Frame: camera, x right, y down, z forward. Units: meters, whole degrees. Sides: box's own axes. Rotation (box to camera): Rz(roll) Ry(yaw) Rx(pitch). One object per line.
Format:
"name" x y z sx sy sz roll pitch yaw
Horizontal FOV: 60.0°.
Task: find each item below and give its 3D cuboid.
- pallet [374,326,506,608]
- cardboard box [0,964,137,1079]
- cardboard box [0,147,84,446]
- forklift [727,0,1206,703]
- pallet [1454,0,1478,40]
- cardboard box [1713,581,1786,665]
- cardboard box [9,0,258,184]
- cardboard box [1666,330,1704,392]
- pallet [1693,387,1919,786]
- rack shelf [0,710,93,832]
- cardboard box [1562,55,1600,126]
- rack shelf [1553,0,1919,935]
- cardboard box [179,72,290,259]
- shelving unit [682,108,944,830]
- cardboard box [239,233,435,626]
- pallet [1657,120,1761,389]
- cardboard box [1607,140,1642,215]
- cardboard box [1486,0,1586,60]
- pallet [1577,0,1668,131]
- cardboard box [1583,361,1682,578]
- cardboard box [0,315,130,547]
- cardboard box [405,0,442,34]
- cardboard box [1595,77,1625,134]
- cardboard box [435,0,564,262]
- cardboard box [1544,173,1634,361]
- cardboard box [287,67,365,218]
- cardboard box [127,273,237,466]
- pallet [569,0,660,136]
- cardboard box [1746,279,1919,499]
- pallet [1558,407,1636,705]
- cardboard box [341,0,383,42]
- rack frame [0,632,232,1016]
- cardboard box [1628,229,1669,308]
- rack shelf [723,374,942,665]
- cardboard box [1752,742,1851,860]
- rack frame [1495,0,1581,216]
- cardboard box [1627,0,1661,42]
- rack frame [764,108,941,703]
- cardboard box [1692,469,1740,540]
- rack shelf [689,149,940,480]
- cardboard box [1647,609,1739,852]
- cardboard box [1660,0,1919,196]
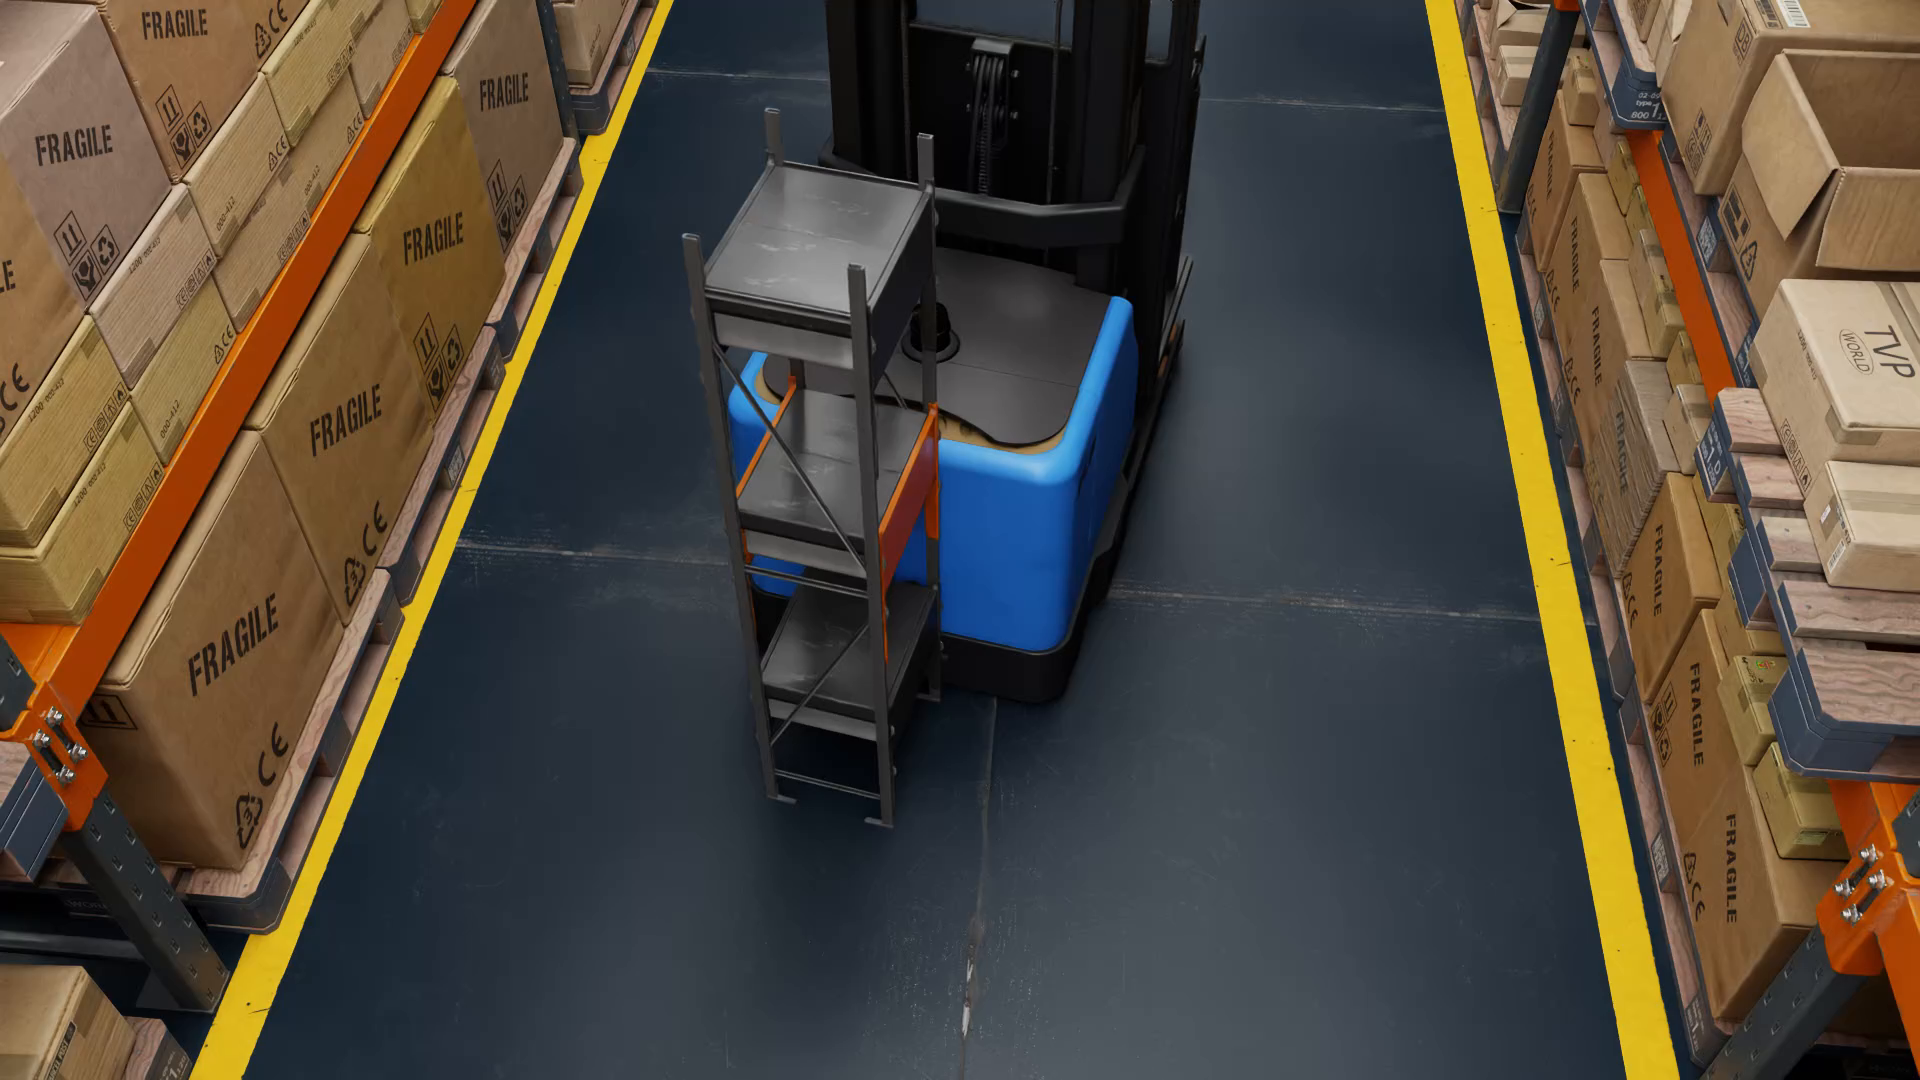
"pallet" -2.275 -0.316 5.896 1.003 0.211 1.213 4 48 4
"cardboard box" -2.597 1.371 3.960 0.950 0.372 0.625 1 48 1
"cardboard box" -2.247 -0.506 3.435 0.500 0.500 0.500 2 48 2
"forklift" 0.226 -1.594 5.222 1.130 2.935 3.031 12 49 11
"pallet" 2.944 -2.859 8.222 1.003 0.211 1.213 4 48 4
"cardboard box" 2.262 0.252 4.456 0.380 0.149 0.250 2 48 2
"cardboard box" -2.149 -1.250 4.115 0.500 0.500 0.500 5 48 5
"cardboard box" 2.422 -0.504 5.148 0.380 0.149 0.250 4 48 4
"pallet" 2.399 0.104 3.752 1.213 0.211 1.003 4 48 4
"rack shelf" -2.718 1.924 2.445 1.077 0.370 4.000 4 48 4
"cardboard box" 2.474 -1.668 6.213 0.380 0.149 0.250 6 48 5
"rack shelf" 2.590 -0.684 4.831 1.077 0.370 4.000 4 48 4
"cardboard box" -2.138 -1.008 4.402 0.500 0.250 0.500 4 48 3
"shelving unit" -0.322 -0.064 4.385 0.431 2.100 0.503 12 49 11
"cardboard box" -2.305 -0.370 5.211 0.875 0.875 0.875 4 48 4
"pallet" 2.580 -0.822 4.599 1.003 0.211 1.213 4 48 4
"cardboard box" 2.514 -1.270 5.849 0.380 0.149 0.250 2 48 2
"cardboard box" 2.563 -2.307 7.396 0.396 0.266 0.258 5 48 5
"pallet" 2.590 -1.752 5.450 1.003 0.211 1.213 4 48 4
"cardboard box" 2.362 -0.216 5.324 0.500 0.500 0.500 2 48 2
"cardboard box" -2.244 -0.263 3.720 0.500 0.250 0.500 4 48 3
"cardboard box" -2.009 -1.957 5.608 0.500 0.250 0.500 3 48 3
"cardboard box" 2.498 -1.574 5.925 0.380 0.149 0.250 2 48 2
"cardboard box" -2.148 -1.692 6.420 0.875 0.875 0.875 5 48 5
"cardboard box" 2.465 -0.963 6.007 0.500 0.500 0.500 3 48 3
"cardboard box" -2.116 -1.207 4.923 0.500 0.250 0.500 4 48 4
"cardboard box" -2.212 -0.459 4.239 0.500 0.250 0.500 3 48 2
"pallet" -2.024 -2.340 7.748 1.003 0.211 1.213 4 48 4
"cardboard box" 2.181 -0.346 3.851 0.500 0.250 0.500 2 48 2
"pallet" 2.627 0.043 5.567 1.003 0.211 1.213 4 48 4
"cardboard box" -2.049 -1.757 5.087 0.500 0.250 0.500 5 48 4
"rack frame" -2.536 0.211 3.524 1.000 3.000 0.127 4 48 4
"cardboard box" 2.443 -0.887 5.498 0.380 0.149 0.250 4 48 3
"rack shelf" -0.322 -0.054 4.395 0.431 0.518 0.480 12 49 11
"cardboard box" 2.200 0.645 4.097 0.380 0.149 0.250 2 48 2
"rack frame" 2.772 -2.397 5.910 1.000 3.000 0.127 4 48 4
"cardboard box" 2.458 -1.851 5.058 0.700 0.500 0.500 4 48 4
"rack frame" -0.254 -0.237 4.543 0.400 2.100 0.015 12 49 11
"cardboard box" 2.354 -0.122 4.799 0.380 0.149 0.250 3 48 3
"rack shelf" -0.322 -0.527 3.879 0.431 0.518 0.480 12 49 11
"cardboard box" 2.288 0.552 4.622 0.500 0.500 0.500 3 48 3
"cardboard box" 2.386 -1.275 4.531 0.700 0.500 0.500 4 48 3
